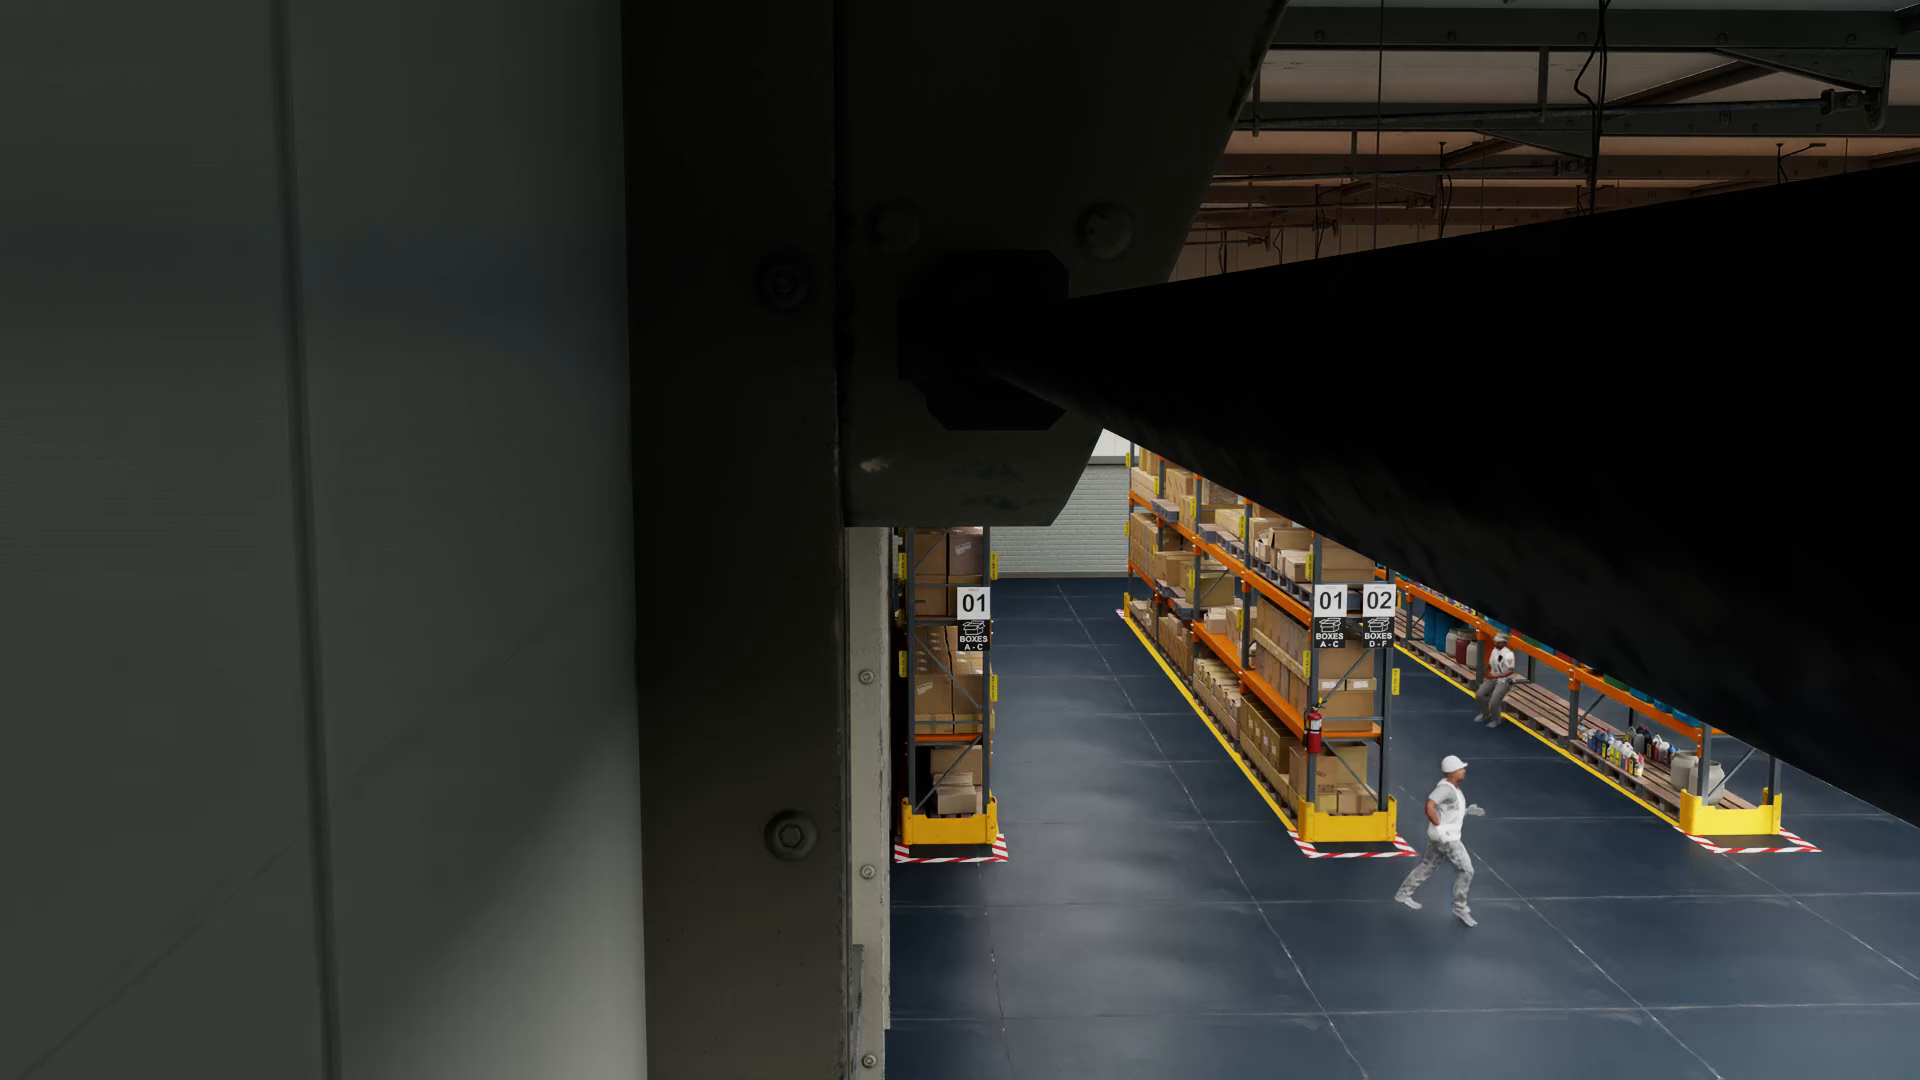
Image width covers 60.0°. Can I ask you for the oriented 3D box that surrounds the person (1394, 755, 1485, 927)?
[{"bbox_3d":[5.109,3.192,17.689,0.899,1.829,0.726,2,7,12],"label":"person"}]

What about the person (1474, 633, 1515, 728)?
[{"bbox_3d":[8.403,2.217,26.206,0.629,1.598,0.764,-5,9,-32],"label":"person"}]
